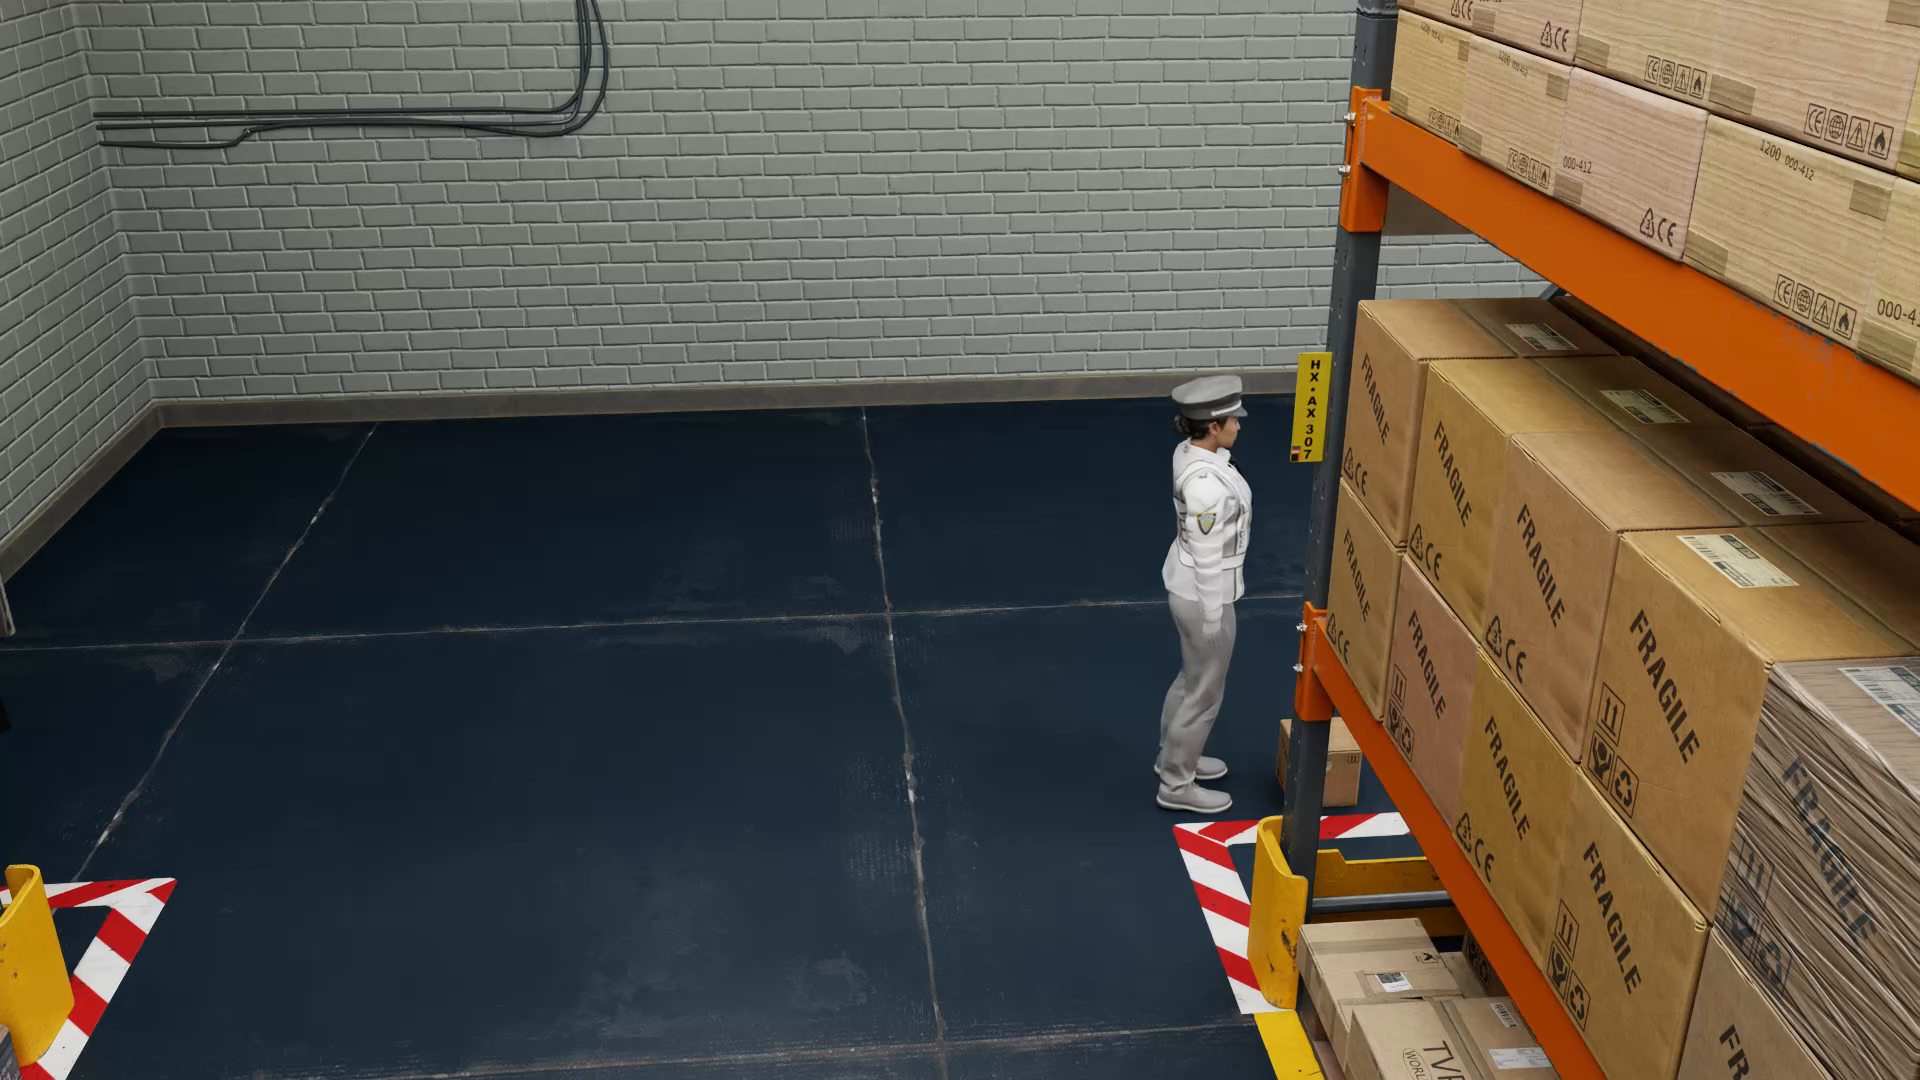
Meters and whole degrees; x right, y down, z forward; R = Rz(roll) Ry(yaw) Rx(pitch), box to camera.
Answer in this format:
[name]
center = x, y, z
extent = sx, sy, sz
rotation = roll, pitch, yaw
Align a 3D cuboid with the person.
[person]
center = 0.909, 0.200, 6.142
extent = 0.332, 1.672, 0.467
rotation = 1, 24, 2
